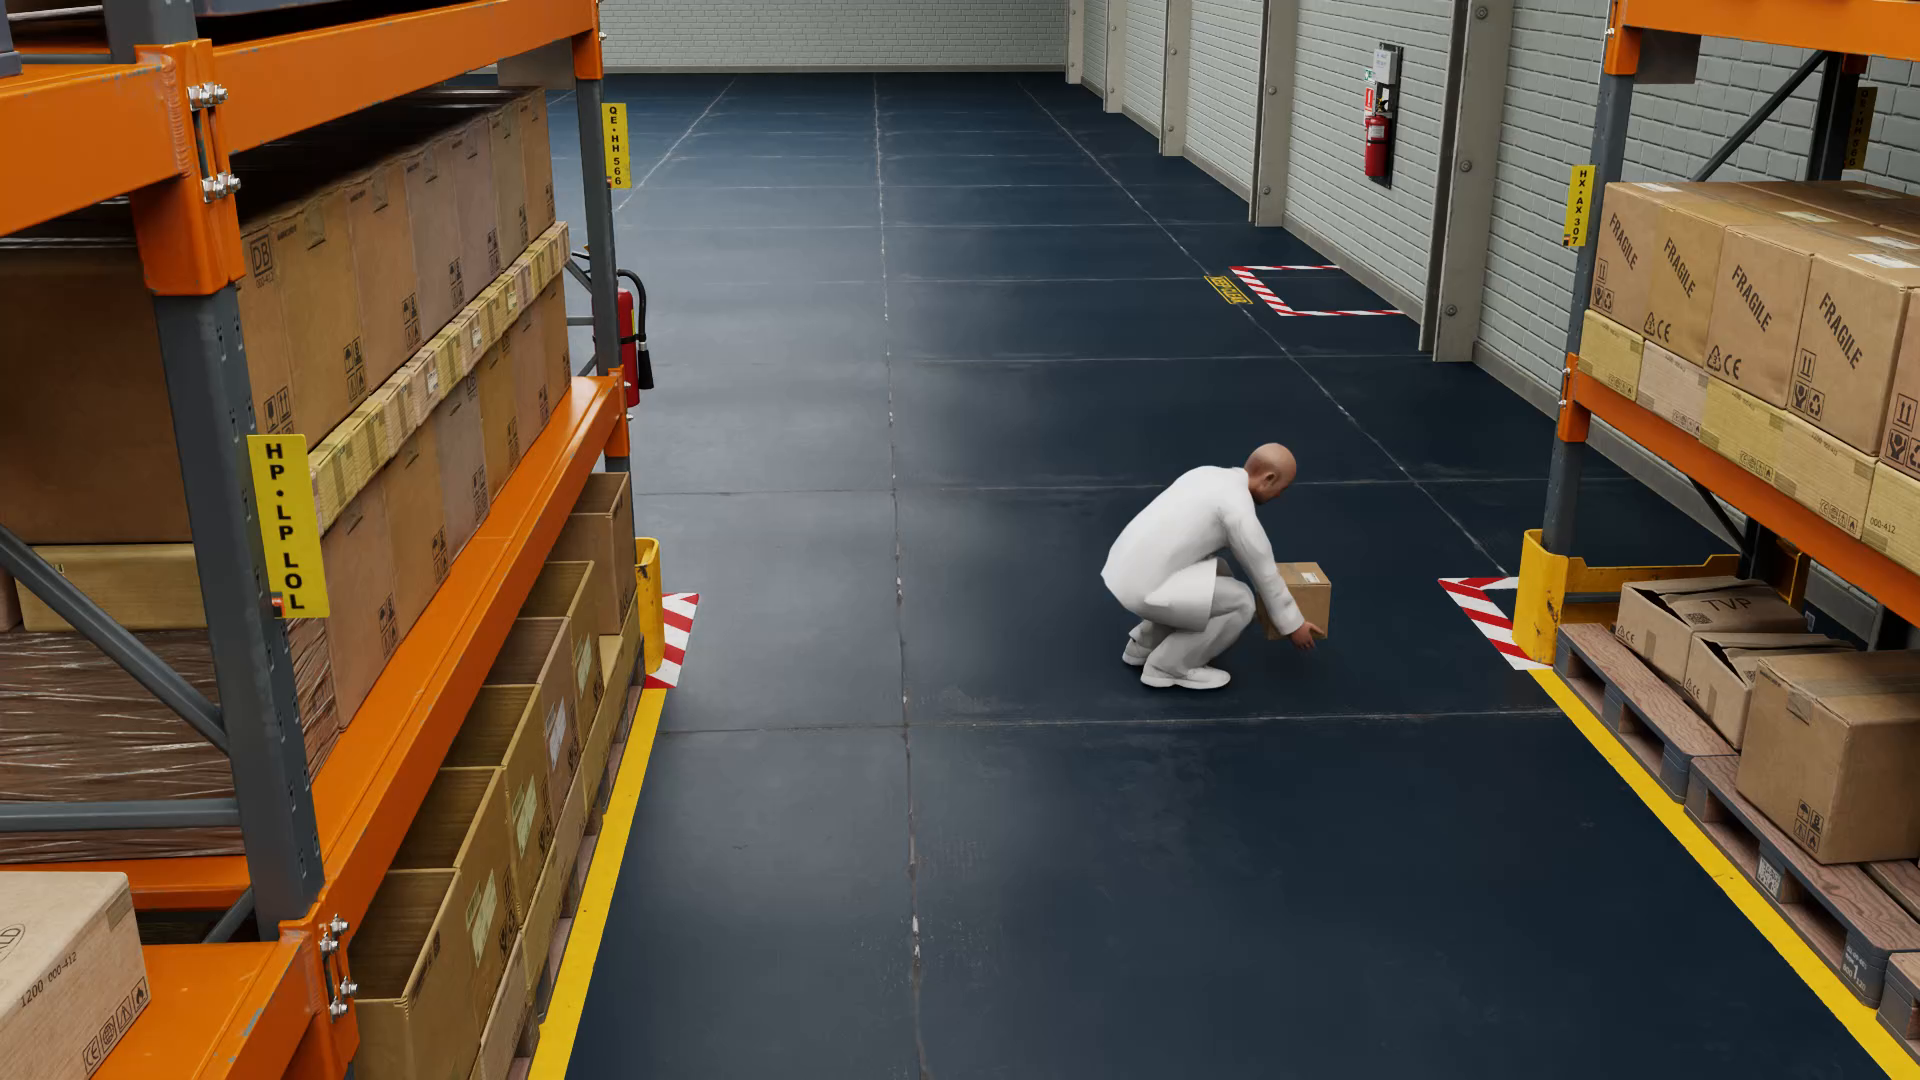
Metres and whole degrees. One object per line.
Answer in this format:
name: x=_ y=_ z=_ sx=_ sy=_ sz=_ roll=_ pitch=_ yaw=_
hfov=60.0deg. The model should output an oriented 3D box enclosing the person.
person: x=1.054 y=0.099 z=6.963 sx=0.922 sy=1.004 sz=0.579 roll=-1 pitch=20 yaw=-4
